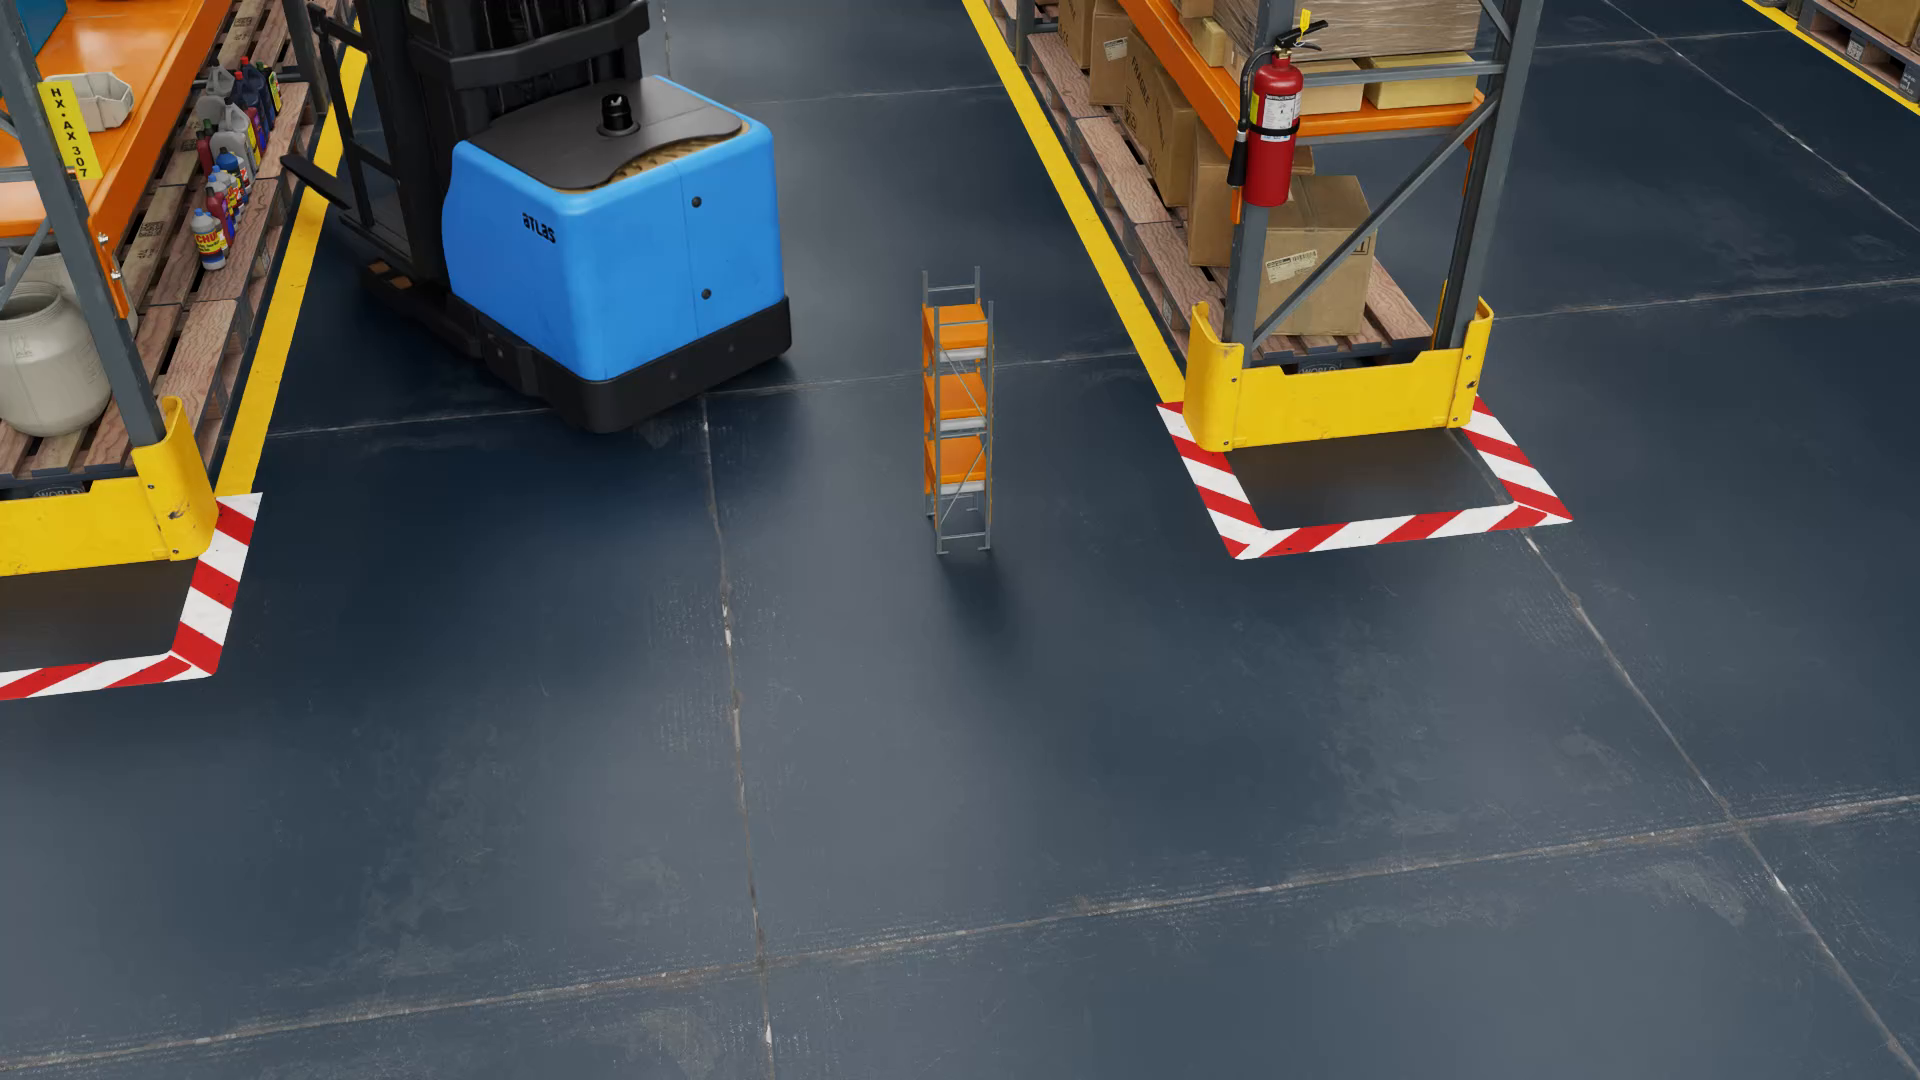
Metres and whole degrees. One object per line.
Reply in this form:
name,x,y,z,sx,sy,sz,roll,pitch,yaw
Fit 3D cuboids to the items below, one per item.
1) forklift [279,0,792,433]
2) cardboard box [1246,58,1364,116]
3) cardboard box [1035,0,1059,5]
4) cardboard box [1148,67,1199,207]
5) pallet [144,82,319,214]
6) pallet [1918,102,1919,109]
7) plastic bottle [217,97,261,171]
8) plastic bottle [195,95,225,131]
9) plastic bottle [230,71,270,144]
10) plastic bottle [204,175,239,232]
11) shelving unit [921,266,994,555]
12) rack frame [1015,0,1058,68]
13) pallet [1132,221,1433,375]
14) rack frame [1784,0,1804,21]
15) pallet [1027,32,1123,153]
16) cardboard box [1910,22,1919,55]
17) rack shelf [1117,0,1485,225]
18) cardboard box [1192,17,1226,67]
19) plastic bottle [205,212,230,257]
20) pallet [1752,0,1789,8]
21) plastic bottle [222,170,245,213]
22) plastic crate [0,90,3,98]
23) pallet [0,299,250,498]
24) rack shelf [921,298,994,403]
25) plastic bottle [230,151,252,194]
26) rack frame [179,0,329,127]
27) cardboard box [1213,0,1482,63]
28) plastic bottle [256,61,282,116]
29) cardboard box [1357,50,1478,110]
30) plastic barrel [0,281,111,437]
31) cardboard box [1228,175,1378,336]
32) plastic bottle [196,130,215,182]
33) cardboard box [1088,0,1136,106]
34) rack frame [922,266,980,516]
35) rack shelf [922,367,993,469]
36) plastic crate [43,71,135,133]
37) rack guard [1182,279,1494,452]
forklift,-2.124,-2.389,6.935,1.130,2.935,3.031,-31,48,-34
cardboard box,1.280,-1.704,6.204,0.380,0.149,0.250,-6,38,-8
cardboard box,0.746,-3.629,10.156,0.700,0.500,0.500,-9,39,-11
cardboard box,1.211,-1.949,8.009,0.500,0.500,0.500,-3,38,-4
pallet,-3.968,-2.026,8.685,1.003,0.211,1.213,-6,38,-8
pallet,6.006,-2.235,8.955,1.003,0.211,1.213,-6,38,-8
plastic bottle,-3.557,-1.996,8.174,0.144,0.351,0.185,-6,38,-8
plastic bottle,-3.755,-2.130,8.408,0.152,0.276,0.135,-6,38,-8
plastic bottle,-3.614,-2.191,8.425,0.144,0.351,0.185,-8,39,-10
plastic bottle,-3.414,-1.553,7.669,0.097,0.271,0.097,0,38,0
shelving unit,-0.009,-0.447,5.970,0.215,1.050,0.252,-6,38,-8
rack frame,0.832,-4.070,9.043,1.000,3.000,0.127,-6,38,-8
pallet,1.412,-1.093,7.485,1.003,0.211,1.213,-6,38,-8
rack frame,5.733,-4.542,9.652,1.000,3.000,0.127,-6,38,-8
pallet,0.985,-2.567,9.382,1.003,0.211,1.213,-6,38,-8
cardboard box,5.936,-2.937,8.976,0.875,0.875,0.875,-6,38,-8
rack shelf,1.183,-2.578,7.709,1.077,0.370,4.000,-6,38,-8
cardboard box,1.142,-2.001,6.585,0.380,0.149,0.250,-6,38,-8
plastic bottle,-3.372,-1.381,7.505,0.097,0.201,0.097,0,38,0
pallet,5.523,-3.899,11.097,1.003,0.211,1.213,-6,38,-8
plastic bottle,-3.449,-1.646,7.845,0.097,0.201,0.097,0,38,0
plastic crate,-3.834,-1.725,6.147,0.499,0.251,0.408,-6,38,-8
pallet,-3.540,-0.552,6.788,1.003,0.211,1.213,-6,38,-8
rack shelf,-0.009,-0.663,5.802,0.215,0.259,0.240,-6,38,-8
plastic bottle,-3.485,-1.770,8.005,0.097,0.201,0.097,0,38,0
rack frame,-4.044,-3.537,8.358,1.000,3.000,0.127,-6,38,-8
cardboard box,1.464,-2.146,6.243,0.875,0.500,0.500,-6,38,-8
plastic bottle,-3.635,-2.383,8.728,0.061,0.283,0.133,-4,38,-6
cardboard box,1.718,-1.752,6.265,0.380,0.149,0.250,-6,38,-8
plastic barrel,-3.534,-0.694,6.383,0.421,0.512,0.421,0,38,0
cardboard box,1.440,-1.211,7.059,0.500,0.500,0.500,0,38,1
plastic bottle,-3.637,-1.859,8.053,0.061,0.283,0.133,-6,38,-8
cardboard box,0.971,-2.657,8.921,0.500,0.500,0.500,5,38,7
rack frame,-0.031,-0.521,6.064,0.200,1.050,0.008,-6,38,-8
rack shelf,-0.009,-0.439,5.976,0.215,0.259,0.240,-6,38,-8
plastic crate,-3.183,-1.592,6.069,0.298,0.136,0.250,-6,38,-8
rack guard,1.520,-0.712,6.760,1.175,0.500,0.348,-6,38,-8
